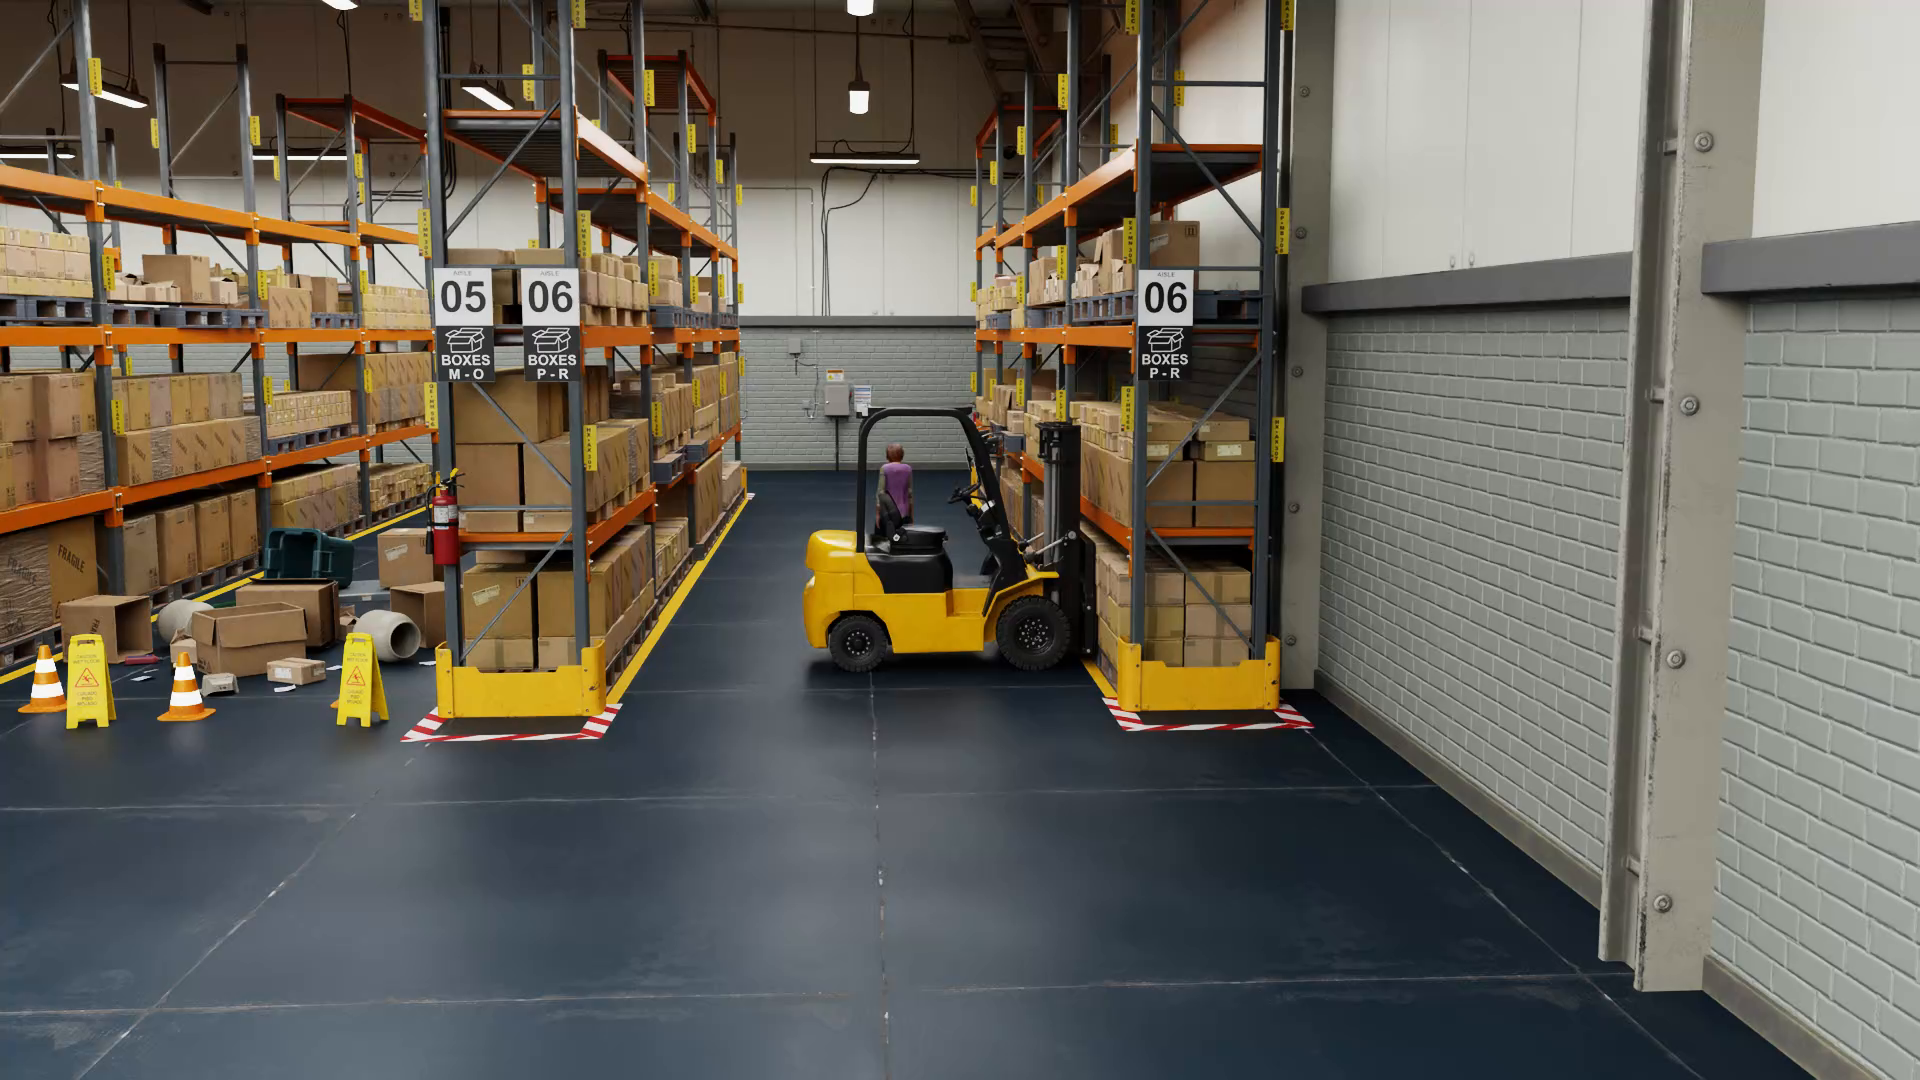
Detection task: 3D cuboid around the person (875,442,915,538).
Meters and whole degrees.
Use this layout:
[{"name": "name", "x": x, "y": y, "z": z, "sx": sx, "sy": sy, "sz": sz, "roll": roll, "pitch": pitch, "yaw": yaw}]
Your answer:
[{"name": "person", "x": -0.703, "y": -0.246, "z": 17.652, "sx": 0.432, "sy": 1.588, "sz": 0.425, "roll": -2, "pitch": 7, "yaw": -14}]
